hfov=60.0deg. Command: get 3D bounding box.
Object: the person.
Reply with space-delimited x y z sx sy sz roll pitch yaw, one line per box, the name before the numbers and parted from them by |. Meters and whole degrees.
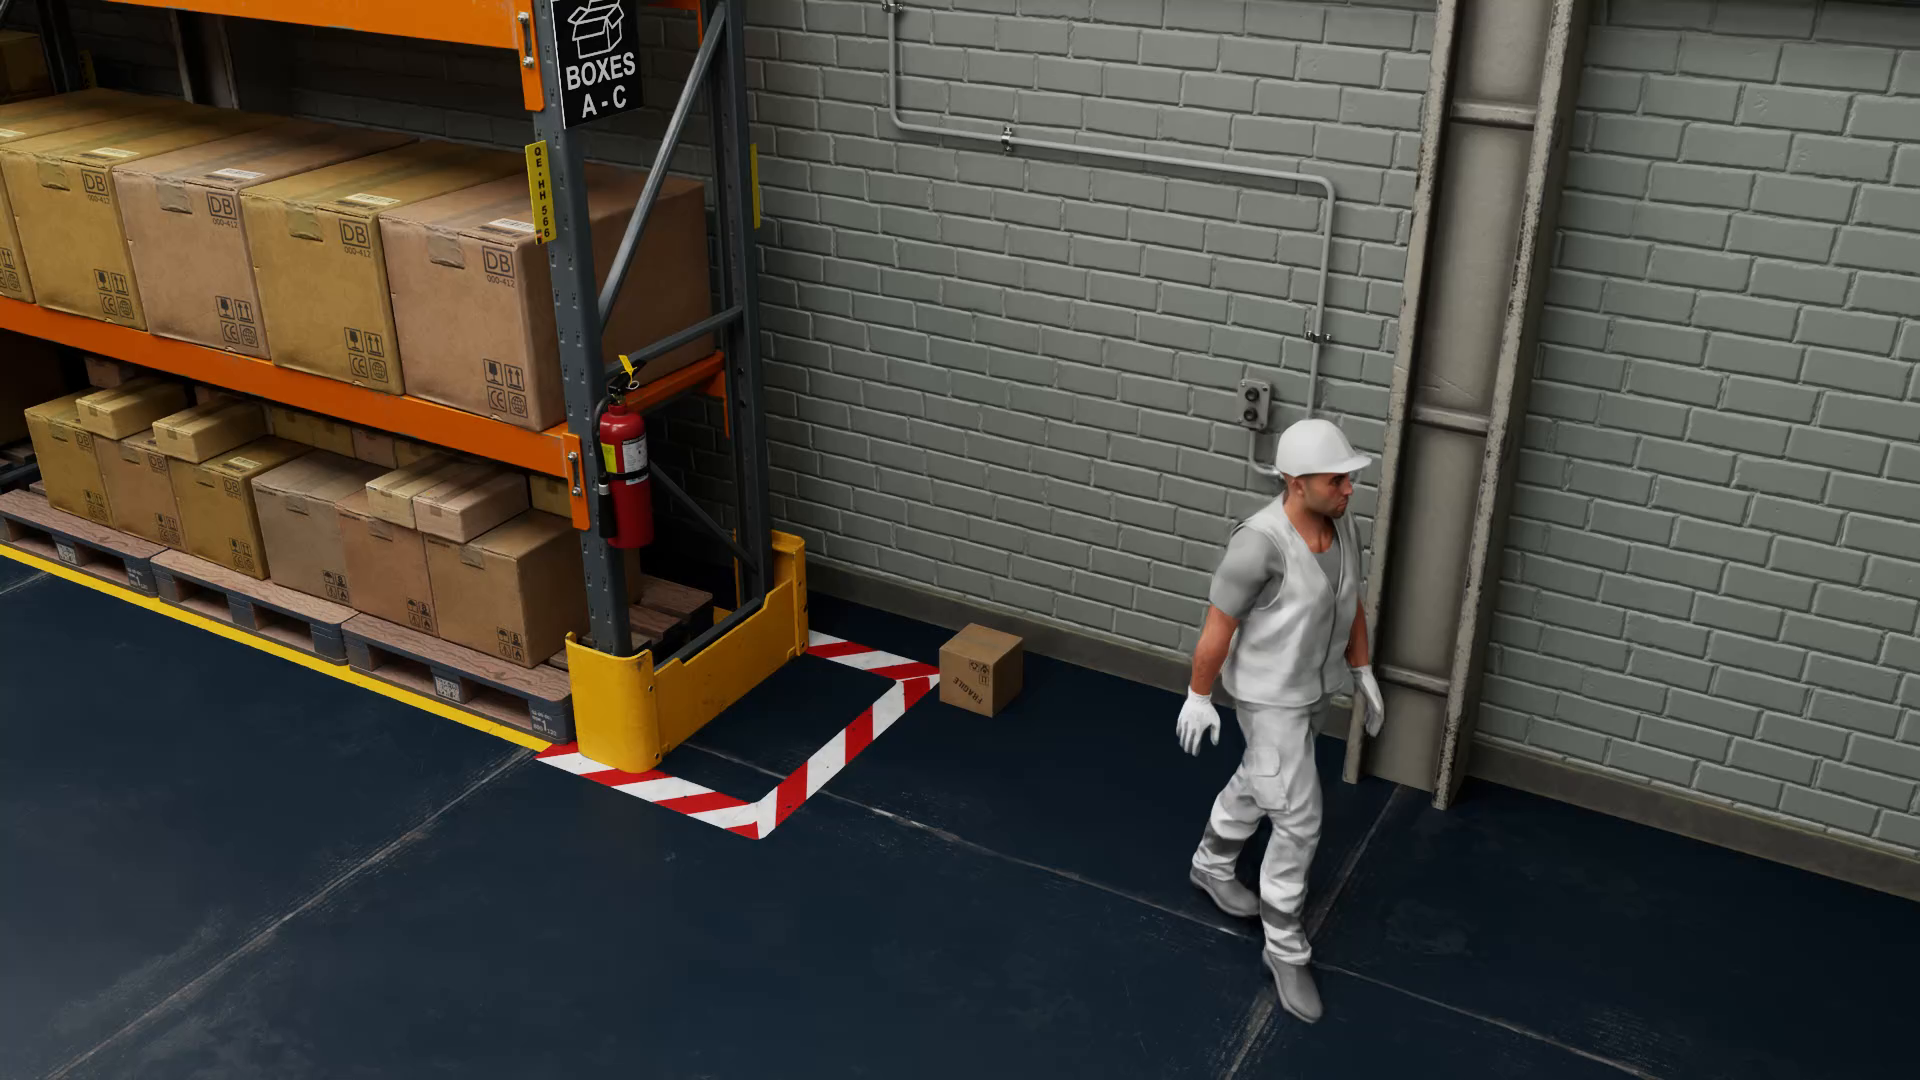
person | 1.017 0.501 5.058 0.613 1.807 0.716 -21 33 -37
